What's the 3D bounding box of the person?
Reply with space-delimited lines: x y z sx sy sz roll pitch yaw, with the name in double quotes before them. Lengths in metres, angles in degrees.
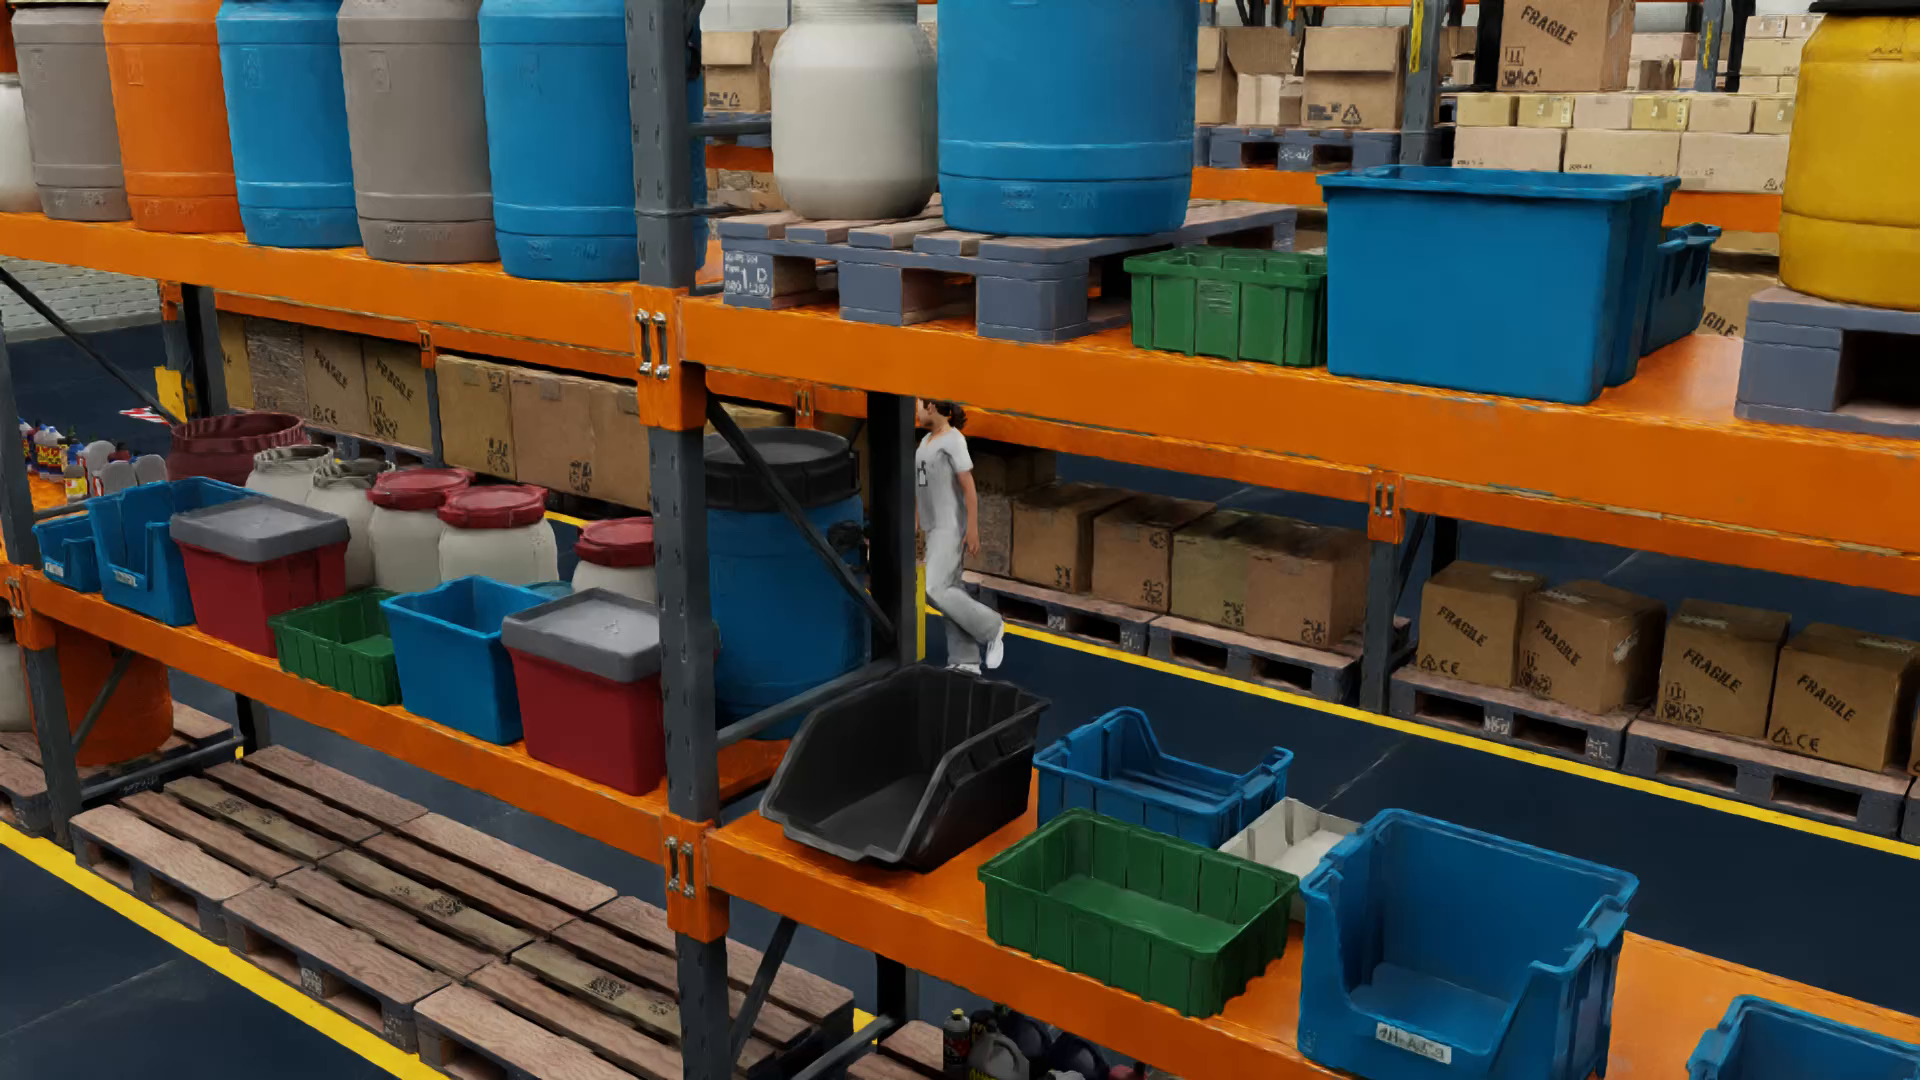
"person" -0.050 0.062 9.254 0.506 1.389 0.603 -7 18 -23
